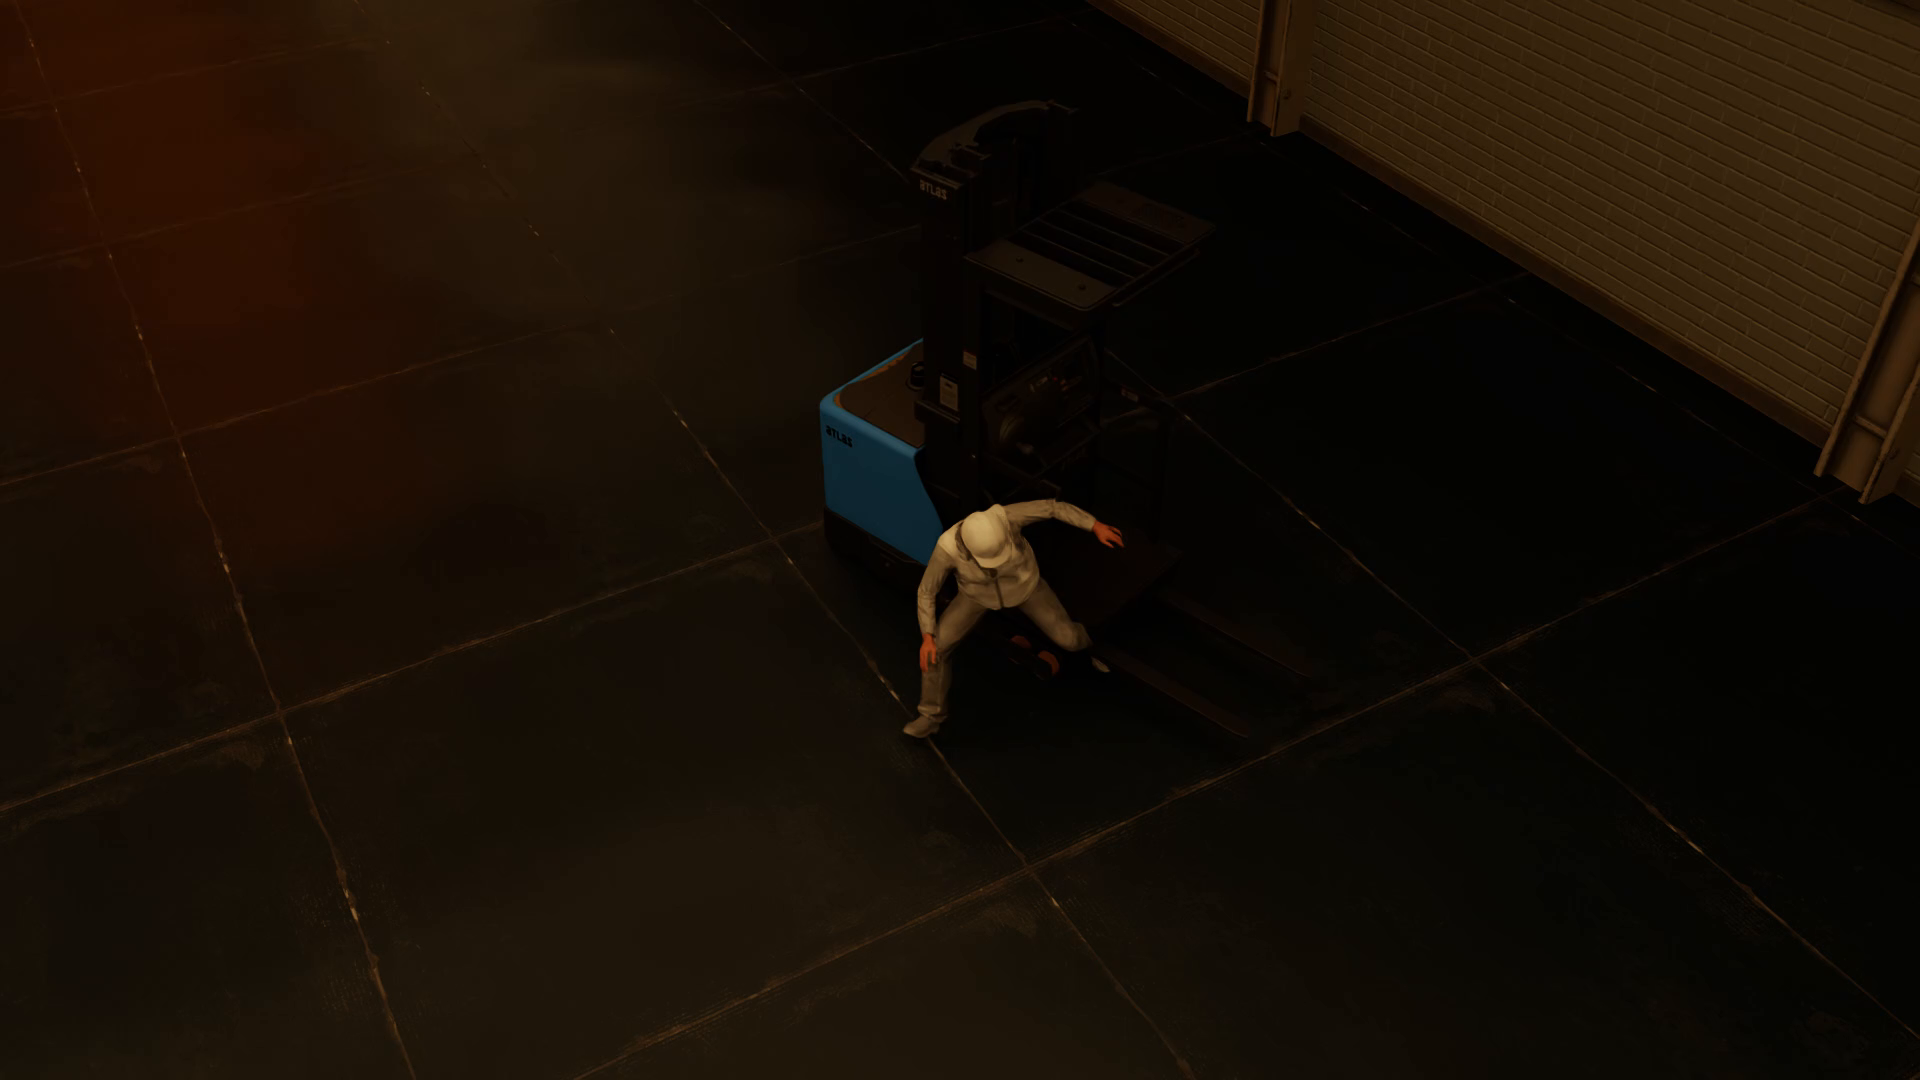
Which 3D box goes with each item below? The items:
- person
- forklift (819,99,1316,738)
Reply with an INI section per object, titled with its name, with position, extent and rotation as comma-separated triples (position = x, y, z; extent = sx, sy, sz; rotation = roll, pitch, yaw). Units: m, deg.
[person]
position = 0.273, 0.329, 8.807
extent = 1.210, 1.479, 0.743
rotation = -3, 40, -3
[forklift]
position = 0.602, -0.719, 8.903
extent = 3.031, 2.935, 1.130
rotation = 30, 48, 31
